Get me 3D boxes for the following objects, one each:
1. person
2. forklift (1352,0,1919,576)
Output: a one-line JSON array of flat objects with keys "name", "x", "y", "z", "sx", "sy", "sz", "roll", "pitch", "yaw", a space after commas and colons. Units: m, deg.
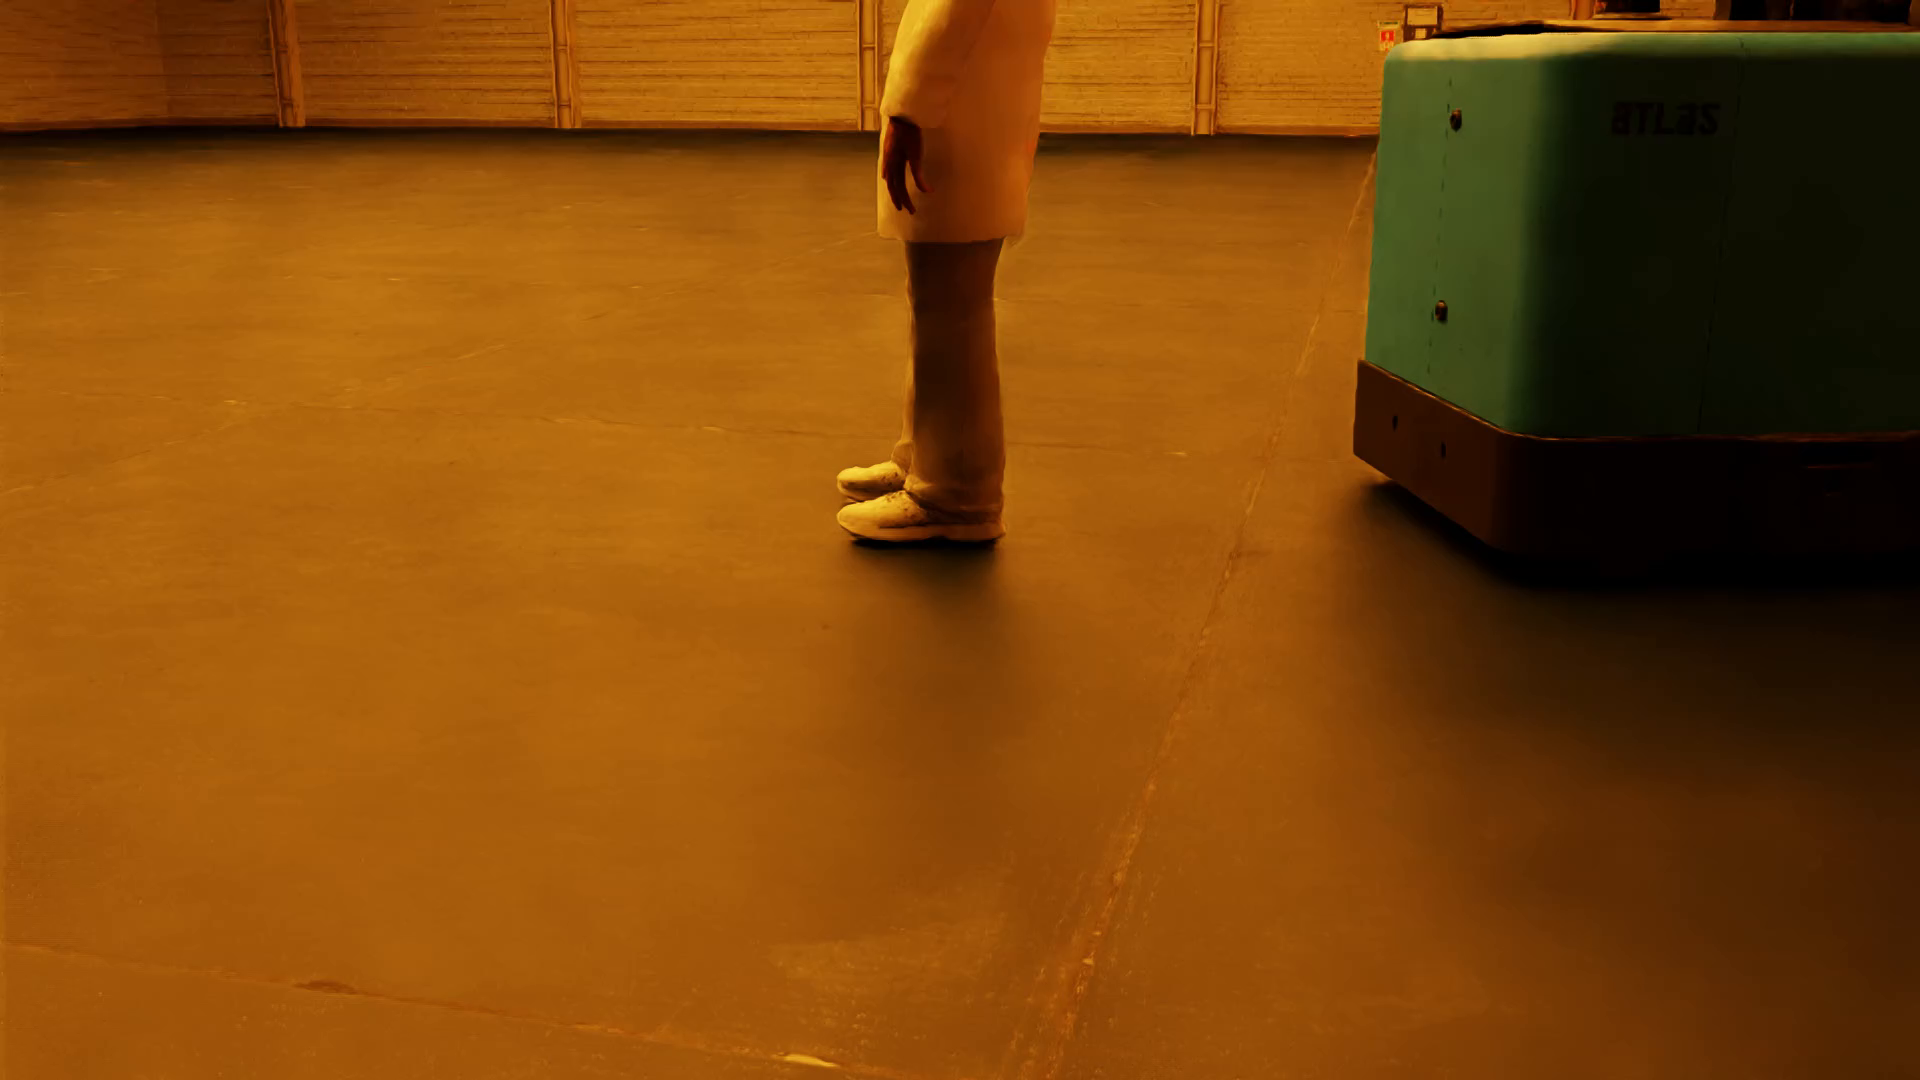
[{"name": "person", "x": -0.087, "y": -0.870, "z": 3.483, "sx": 0.579, "sy": 1.776, "sz": 0.694, "roll": 4, "pitch": 16, "yaw": 14}, {"name": "forklift", "x": 2.545, "y": -1.485, "z": 3.565, "sx": 3.031, "sy": 2.935, "sz": 1.130, "roll": -2, "pitch": 16, "yaw": -5}]
